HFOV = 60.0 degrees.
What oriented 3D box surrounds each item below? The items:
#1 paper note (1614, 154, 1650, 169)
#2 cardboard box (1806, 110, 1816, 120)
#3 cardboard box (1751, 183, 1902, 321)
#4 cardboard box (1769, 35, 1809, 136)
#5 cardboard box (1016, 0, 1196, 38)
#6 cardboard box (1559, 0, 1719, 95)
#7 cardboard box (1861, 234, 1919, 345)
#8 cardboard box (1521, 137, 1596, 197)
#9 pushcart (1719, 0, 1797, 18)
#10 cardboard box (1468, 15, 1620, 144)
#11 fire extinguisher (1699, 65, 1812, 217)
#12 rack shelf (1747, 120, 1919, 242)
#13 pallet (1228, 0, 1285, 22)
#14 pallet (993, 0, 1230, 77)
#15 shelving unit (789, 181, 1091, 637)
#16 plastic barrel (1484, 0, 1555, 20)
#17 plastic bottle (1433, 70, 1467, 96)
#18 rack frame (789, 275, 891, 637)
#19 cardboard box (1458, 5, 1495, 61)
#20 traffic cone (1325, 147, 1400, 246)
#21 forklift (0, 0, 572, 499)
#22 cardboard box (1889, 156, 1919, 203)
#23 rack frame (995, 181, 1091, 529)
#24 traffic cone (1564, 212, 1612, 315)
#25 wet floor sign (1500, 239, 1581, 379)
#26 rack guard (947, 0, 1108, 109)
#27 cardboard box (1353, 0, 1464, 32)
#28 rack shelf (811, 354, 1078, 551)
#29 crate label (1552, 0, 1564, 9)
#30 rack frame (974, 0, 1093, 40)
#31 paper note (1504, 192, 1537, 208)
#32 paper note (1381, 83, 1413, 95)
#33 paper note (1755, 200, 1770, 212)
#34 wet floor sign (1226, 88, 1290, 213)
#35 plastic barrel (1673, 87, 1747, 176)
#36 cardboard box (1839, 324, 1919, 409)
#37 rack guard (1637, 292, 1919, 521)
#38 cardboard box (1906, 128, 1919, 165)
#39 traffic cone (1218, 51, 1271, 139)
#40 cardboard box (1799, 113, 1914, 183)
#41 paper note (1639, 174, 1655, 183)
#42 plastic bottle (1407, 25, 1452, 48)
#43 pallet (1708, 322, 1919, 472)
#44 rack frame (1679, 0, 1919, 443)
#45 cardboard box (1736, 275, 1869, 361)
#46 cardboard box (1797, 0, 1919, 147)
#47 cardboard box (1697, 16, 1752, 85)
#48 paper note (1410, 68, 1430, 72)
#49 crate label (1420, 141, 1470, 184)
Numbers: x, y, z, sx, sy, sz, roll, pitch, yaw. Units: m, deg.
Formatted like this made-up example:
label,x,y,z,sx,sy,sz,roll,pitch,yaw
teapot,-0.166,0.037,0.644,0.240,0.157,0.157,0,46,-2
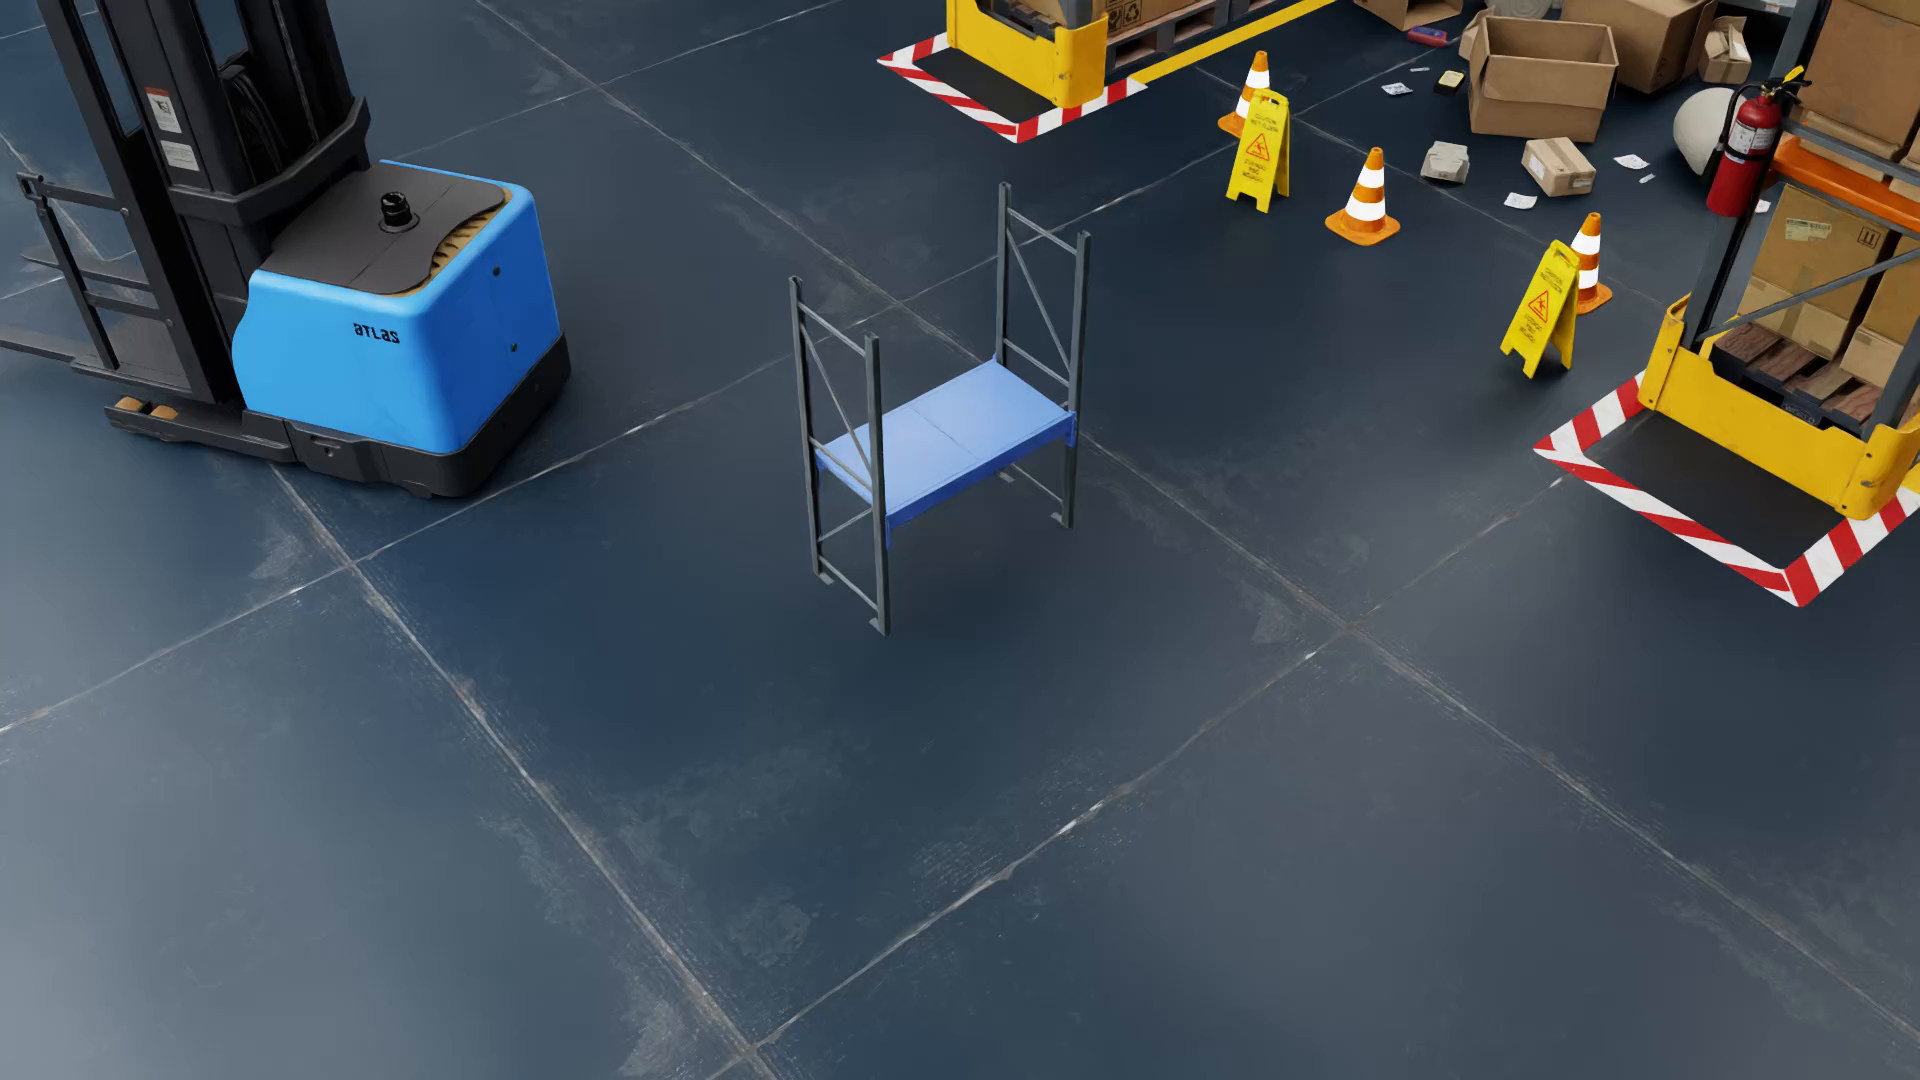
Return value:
label,x,y,z,sx,sy,sz,roll,pitch,yaw
paper note,3.863,-2.178,9.555,0.142,0.019,0.148,-14,45,-14
cardboard box,3.940,-1.864,7.227,0.250,0.149,0.380,-30,51,-28
cardboard box,4.115,-1.422,7.727,0.500,0.500,0.500,-29,51,-28
cardboard box,5.041,-2.600,9.651,0.500,0.500,0.500,0,43,0
cardboard box,0.892,-3.775,10.324,0.875,0.875,0.875,-29,51,-28
cardboard box,4.103,-3.165,10.153,0.503,0.637,0.797,-30,51,-28
cardboard box,4.482,-1.153,7.441,0.500,0.500,0.500,-32,52,-29
cardboard box,3.376,-2.106,9.384,0.250,0.149,0.380,-7,44,-7
pushcart,5.235,-3.486,10.686,1.648,0.377,0.936,22,47,21
cardboard box,3.391,-2.700,9.758,0.797,0.503,0.637,7,44,7
fire extinguisher,3.284,-1.673,6.897,0.183,0.674,0.296,-30,51,-28
rack shelf,5.202,-2.126,7.848,4.000,0.370,1.077,-30,51,-28
pallet,1.913,-3.973,11.326,1.213,0.211,1.003,-30,51,-28
pallet,0.977,-3.440,10.759,1.213,0.211,1.003,-30,51,-28
shelving unit,-0.065,-0.509,6.697,1.048,1.500,0.538,-30,51,-28
plastic barrel,3.596,-3.578,10.751,0.421,0.421,0.512,0,43,0
plastic bottle,3.015,-2.821,10.209,0.133,0.061,0.283,22,47,21
rack frame,-0.455,-0.286,6.459,0.032,1.500,0.500,-30,51,-28
cardboard box,3.346,-3.102,10.359,0.258,0.266,0.396,-21,47,-21
traffic cone,2.197,-1.884,8.918,0.334,0.463,0.336,-30,51,-28
forklift,-3.444,-1.855,7.084,3.031,2.935,1.130,13,45,13
cardboard box,4.061,-1.458,6.795,0.250,0.149,0.380,-30,51,-28
rack frame,0.325,-0.732,6.934,0.032,1.500,0.500,-30,51,-28
traffic cone,3.170,-1.451,8.457,0.334,0.463,0.336,-30,51,-28
wet floor sign,2.835,-1.130,7.981,0.232,0.644,0.267,-14,45,-14
rack guard,0.396,-3.143,10.231,0.348,0.500,1.175,-30,51,-28
cardboard box,2.950,-3.690,10.812,0.500,0.500,0.500,-21,47,-21
rack shelf,-0.065,-0.378,6.820,1.000,0.185,0.538,-30,51,-28
crate label,3.997,-3.643,11.029,0.298,0.136,0.250,7,44,7
rack frame,0.414,-4.064,9.386,0.127,3.000,1.000,-30,51,-28
paper note,3.116,-1.888,9.237,0.148,0.019,0.142,22,47,21
paper note,2.674,-2.760,10.168,0.142,0.017,0.144,-14,45,-14
paper note,4.405,-1.862,9.210,0.142,0.019,0.148,22,47,21
wet floor sign,1.662,-2.154,9.072,0.267,0.644,0.232,30,51,28
plastic barrel,4.281,-2.272,9.360,0.421,0.421,0.512,0,43,0
cardboard box,4.464,-0.869,7.686,0.500,0.250,0.500,-30,51,-28
rack guard,3.726,-0.632,7.557,0.348,0.500,1.175,-30,51,-28
cardboard box,4.209,-1.717,6.596,0.500,0.500,0.500,-31,51,-28
traffic cone,1.733,-2.627,9.709,0.334,0.463,0.336,-30,51,-28
cardboard box,3.817,-1.694,7.046,0.250,0.149,0.380,-28,50,-27
paper note,3.894,-2.048,9.424,0.123,0.001,0.032,-30,51,-28
plastic bottle,3.014,-3.212,10.625,0.283,0.061,0.133,22,47,21
pallet,4.372,-0.865,8.016,1.213,0.211,1.003,-30,51,-28
rack frame,3.668,-1.509,6.666,0.127,3.000,1.000,-30,51,-28
cardboard box,4.133,-1.167,8.003,0.500,0.250,0.500,-30,51,-28
cardboard box,3.907,-2.037,6.938,0.500,0.500,0.500,-31,51,-29
cardboard box,4.734,-3.039,10.292,0.258,0.266,0.396,7,44,7
paper note,2.866,-2.932,10.365,0.123,0.001,0.032,-7,44,-7
crate label,2.760,-2.144,9.432,0.250,0.136,0.298,14,45,15
